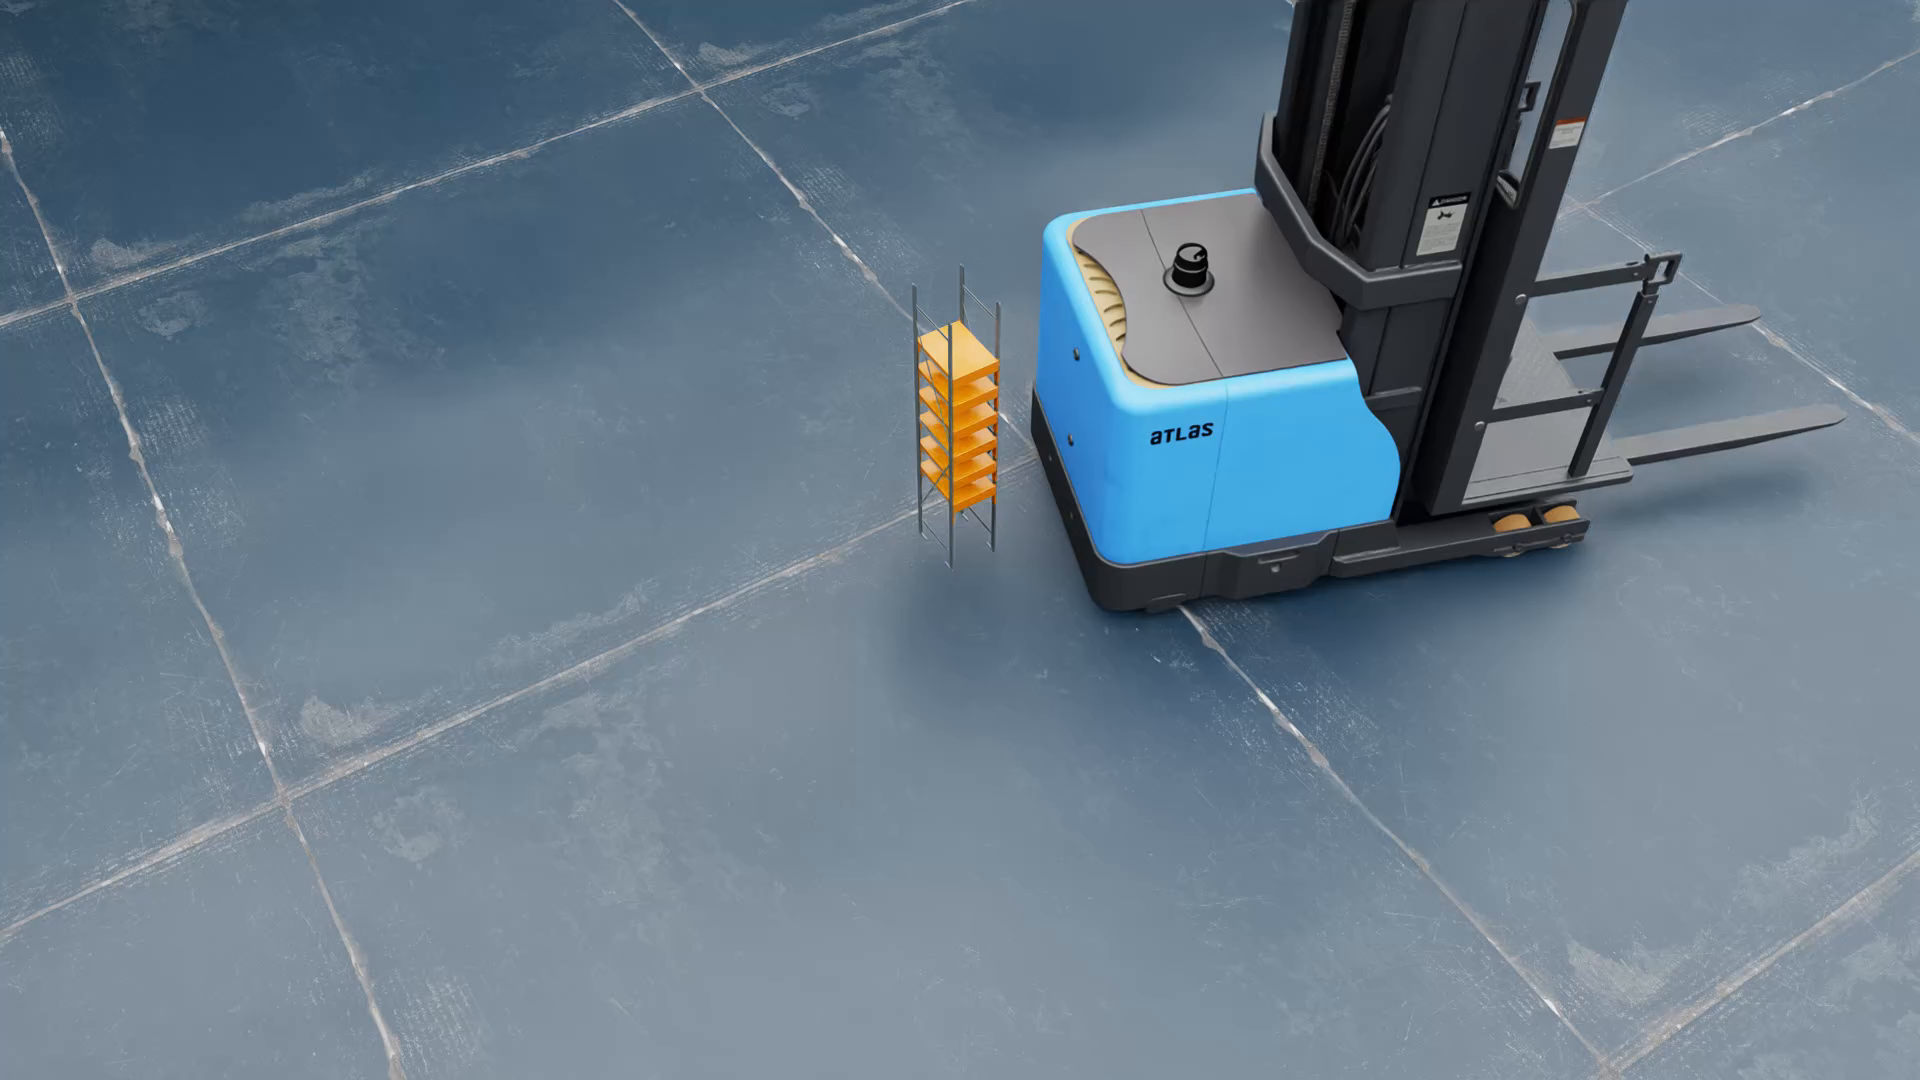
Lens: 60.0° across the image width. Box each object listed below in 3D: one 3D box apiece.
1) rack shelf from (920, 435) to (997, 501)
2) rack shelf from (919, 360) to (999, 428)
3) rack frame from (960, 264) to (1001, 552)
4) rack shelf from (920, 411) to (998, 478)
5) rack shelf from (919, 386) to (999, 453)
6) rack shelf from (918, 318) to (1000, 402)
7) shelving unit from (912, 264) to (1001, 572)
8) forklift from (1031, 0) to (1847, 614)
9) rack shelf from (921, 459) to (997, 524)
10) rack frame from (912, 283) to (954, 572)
[{"bbox_3d":[-0.012,-0.284,5.920,0.180,0.103,0.258,-25,53,-21],"label":"rack shelf"},{"bbox_3d":[-0.012,-0.523,5.651,0.180,0.103,0.258,-25,53,-21],"label":"rack shelf"},{"bbox_3d":[0.065,-0.430,5.829,0.006,1.200,0.240,-25,53,-21],"label":"rack frame"},{"bbox_3d":[-0.012,-0.364,5.830,0.180,0.103,0.258,-25,53,-21],"label":"rack shelf"},{"bbox_3d":[-0.012,-0.444,5.740,0.180,0.103,0.258,-25,53,-21],"label":"rack shelf"},{"bbox_3d":[-0.012,-0.603,5.561,0.180,0.103,0.258,-25,53,-21],"label":"rack shelf"},{"bbox_3d":[-0.012,-0.393,5.797,0.189,1.200,0.258,-25,53,-21],"label":"shelving unit"},{"bbox_3d":[1.850,-1.289,5.435,3.031,2.935,1.130,-10,49,-8],"label":"forklift"},{"bbox_3d":[-0.012,-0.204,6.009,0.180,0.103,0.258,-25,53,-21],"label":"rack shelf"},{"bbox_3d":[-0.090,-0.357,5.764,0.006,1.200,0.240,-25,53,-21],"label":"rack frame"}]
